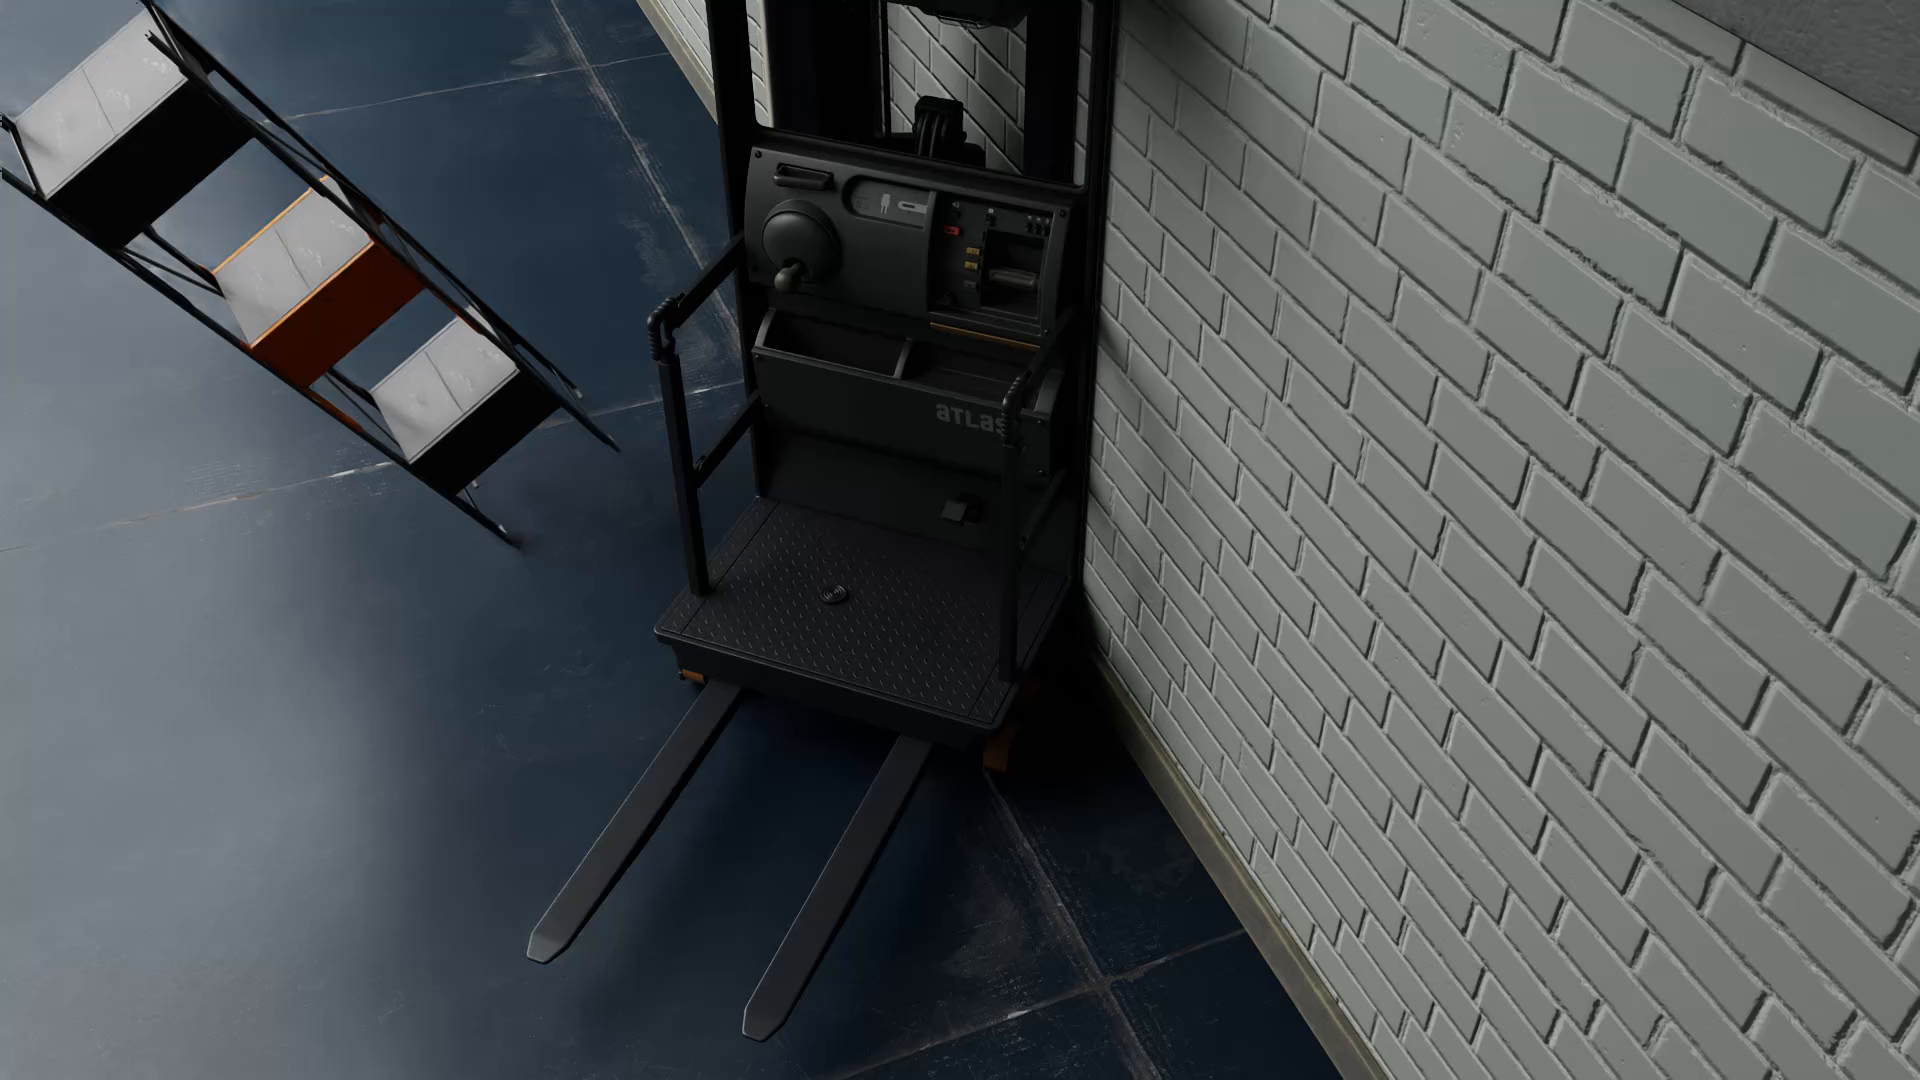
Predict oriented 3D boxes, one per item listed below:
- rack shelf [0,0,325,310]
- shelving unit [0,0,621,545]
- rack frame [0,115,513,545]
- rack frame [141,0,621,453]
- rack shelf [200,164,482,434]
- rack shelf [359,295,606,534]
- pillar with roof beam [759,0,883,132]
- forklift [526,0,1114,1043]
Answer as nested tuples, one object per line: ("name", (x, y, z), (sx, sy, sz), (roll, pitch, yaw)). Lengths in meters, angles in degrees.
("rack shelf", (-2.100, -1.016, 4.395), (0.480, 0.518, 0.431), (-40, 56, 0))
("shelving unit", (-1.848, -0.722, 4.962), (0.503, 2.100, 0.431), (-40, 56, 0))
("rack frame", (-2.034, -0.564, 4.963), (0.015, 2.100, 0.400), (-40, 56, 0))
("rack frame", (-1.662, -0.879, 4.961), (0.015, 2.100, 0.400), (-40, 56, 0))
("rack shelf", (-1.843, -0.716, 4.973), (0.480, 0.518, 0.431), (-40, 56, 0))
("rack shelf", (-1.586, -0.416, 5.551), (0.480, 0.518, 0.431), (-40, 56, 0))
("pillar with roof beam", (-4.456, -3.056, 2.402), (9.100, 9.000, 0.400), (-15, 43, -17))
("forklift", (-0.229, -0.731, 4.352), (1.130, 2.935, 3.031), (14, 43, 16))
